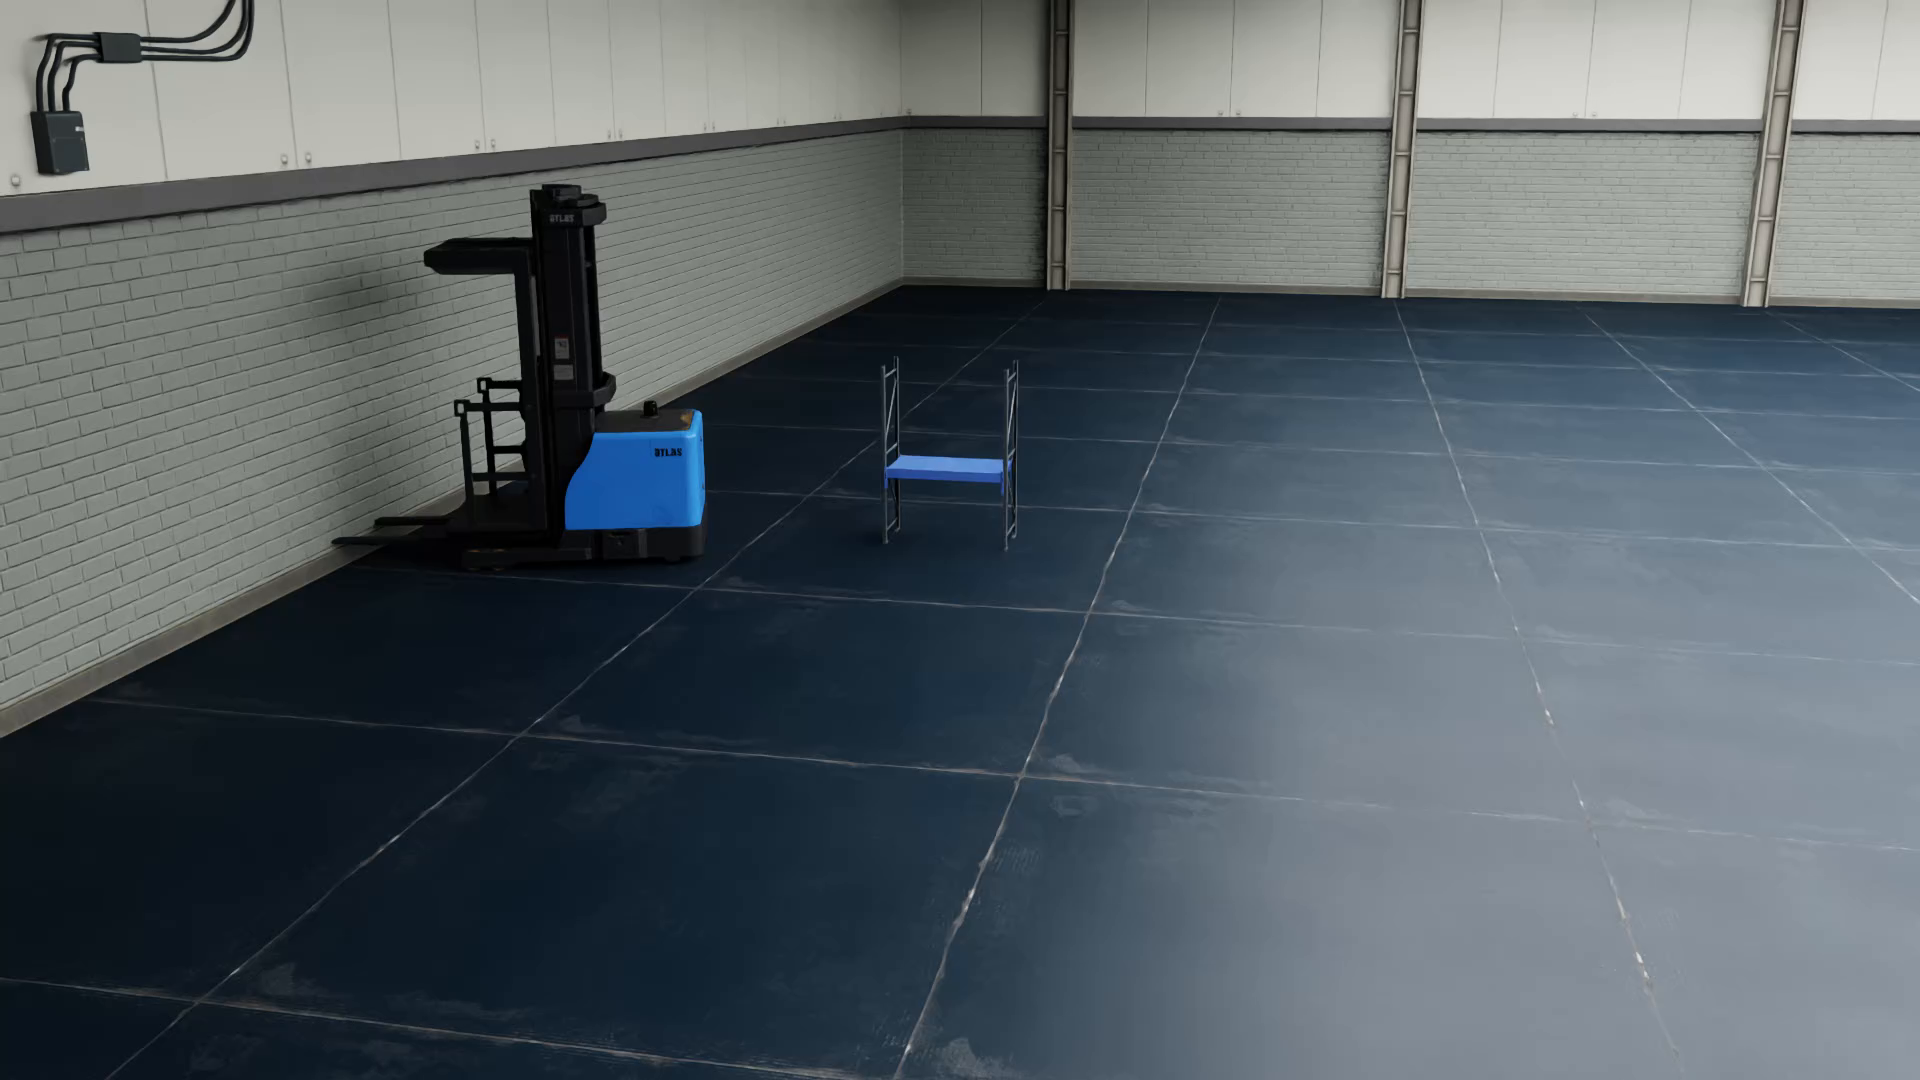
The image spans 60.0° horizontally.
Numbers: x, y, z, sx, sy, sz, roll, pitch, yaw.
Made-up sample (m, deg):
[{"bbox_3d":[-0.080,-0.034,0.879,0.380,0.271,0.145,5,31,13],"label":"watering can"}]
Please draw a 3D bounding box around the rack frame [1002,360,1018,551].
[{"bbox_3d":[0.415,-0.700,13.711,0.032,1.500,0.500,3,16,11],"label":"rack frame"}]

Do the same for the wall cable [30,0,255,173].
[{"bbox_3d":[-5.172,-5.369,10.145,0.169,6.003,2.305,3,16,11],"label":"wall cable"}]

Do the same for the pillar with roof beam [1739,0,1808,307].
[{"bbox_3d":[12.723,-7.220,23.200,0.400,9.000,9.100,3,16,11],"label":"pillar with roof beam"}]

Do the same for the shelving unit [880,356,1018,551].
[{"bbox_3d":[-0.084,-0.727,13.808,1.048,1.500,0.538,3,16,11],"label":"shelving unit"}]

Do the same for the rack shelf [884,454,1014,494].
[{"bbox_3d":[-0.084,-0.554,13.856,1.000,0.185,0.538,3,16,11],"label":"rack shelf"}]

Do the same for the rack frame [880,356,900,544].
[{"bbox_3d":[-0.582,-0.754,13.906,0.032,1.500,0.500,3,16,11],"label":"rack frame"}]

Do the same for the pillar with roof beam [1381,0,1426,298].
[{"bbox_3d":[6.843,-7.539,24.353,0.400,9.000,9.100,3,16,11],"label":"pillar with roof beam"}]

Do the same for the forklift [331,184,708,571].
[{"bbox_3d":[-3.612,-1.316,13.251,3.031,2.935,1.130,-2,16,-6],"label":"forklift"}]

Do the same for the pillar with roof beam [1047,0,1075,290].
[{"bbox_3d":[0.963,-7.859,25.505,0.400,9.000,9.100,3,16,11],"label":"pillar with roof beam"}]
